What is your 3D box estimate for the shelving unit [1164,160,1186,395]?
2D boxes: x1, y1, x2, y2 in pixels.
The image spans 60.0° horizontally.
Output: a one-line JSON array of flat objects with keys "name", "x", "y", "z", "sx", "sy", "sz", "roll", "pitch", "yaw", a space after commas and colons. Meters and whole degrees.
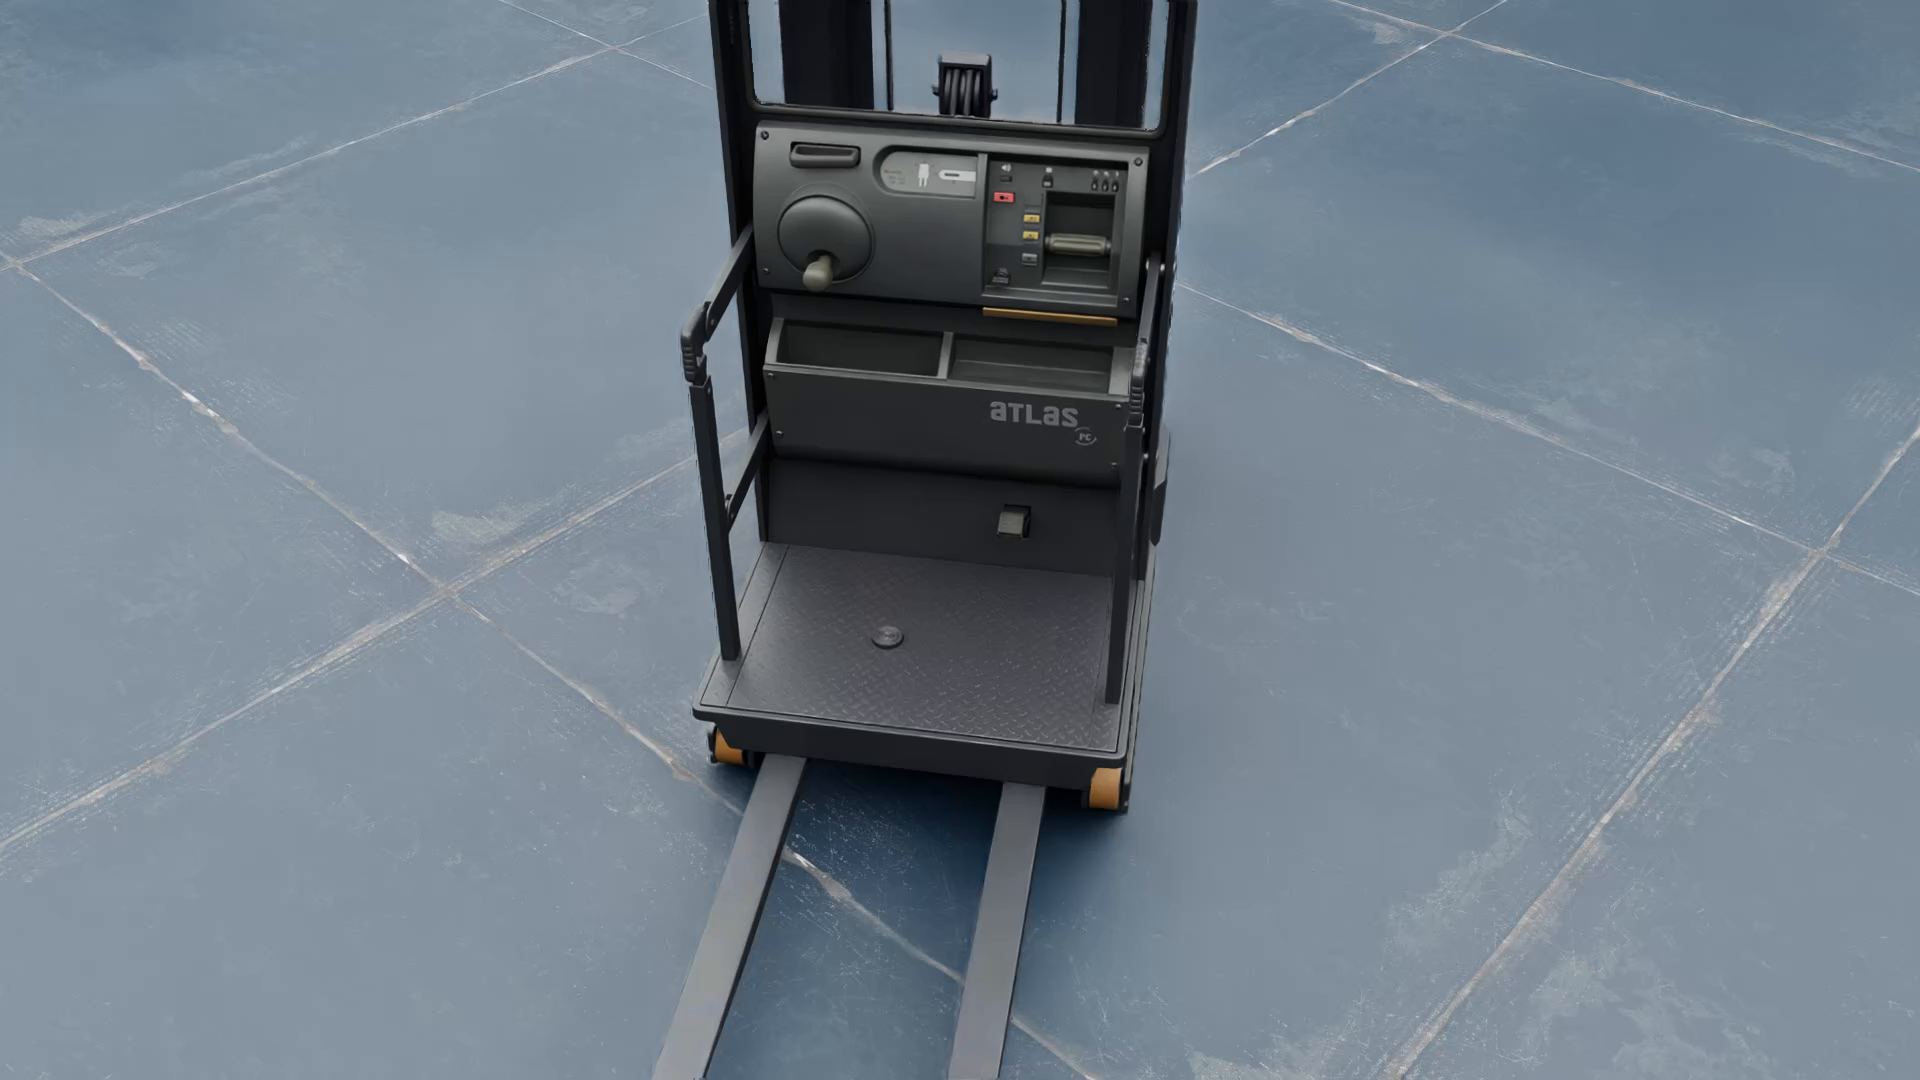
[{"name": "shelving unit", "x": 0.572, "y": -0.894, "z": 5.650, "sx": 0.210, "sy": 0.900, "sz": 0.258, "roll": -21, "pitch": 43, "yaw": -24}]

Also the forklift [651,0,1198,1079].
[{"name": "forklift", "x": -0.062, "y": -0.684, "z": 3.755, "sx": 1.130, "sy": 2.935, "sz": 3.031, "roll": 6, "pitch": 39, "yaw": 7}]

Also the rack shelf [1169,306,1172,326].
[{"name": "rack shelf", "x": 0.572, "y": -0.797, "z": 5.727, "sx": 0.200, "sy": 0.077, "sz": 0.258, "roll": -21, "pitch": 43, "yaw": -24}]

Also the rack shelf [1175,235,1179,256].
[{"name": "rack shelf", "x": 0.572, "y": -1.009, "z": 5.559, "sx": 0.200, "sy": 0.077, "sz": 0.258, "roll": -21, "pitch": 43, "yaw": -24}]

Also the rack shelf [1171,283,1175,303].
[{"name": "rack shelf", "x": 0.572, "y": -0.868, "z": 5.671, "sx": 0.200, "sy": 0.077, "sz": 0.258, "roll": -21, "pitch": 43, "yaw": -24}]

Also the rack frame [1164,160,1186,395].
[{"name": "rack frame", "x": 0.658, "y": -0.927, "z": 5.692, "sx": 0.006, "sy": 0.900, "sz": 0.240, "roll": -21, "pitch": 43, "yaw": -24}]

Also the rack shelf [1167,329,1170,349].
[{"name": "rack shelf", "x": 0.572, "y": -0.727, "z": 5.783, "sx": 0.200, "sy": 0.077, "sz": 0.258, "roll": -21, "pitch": 43, "yaw": -24}]

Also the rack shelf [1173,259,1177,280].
[{"name": "rack shelf", "x": 0.572, "y": -0.938, "z": 5.615, "sx": 0.200, "sy": 0.077, "sz": 0.258, "roll": -21, "pitch": 43, "yaw": -24}]

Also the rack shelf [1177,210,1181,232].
[{"name": "rack shelf", "x": 0.572, "y": -1.079, "z": 5.503, "sx": 0.200, "sy": 0.077, "sz": 0.258, "roll": -21, "pitch": 43, "yaw": -24}]
